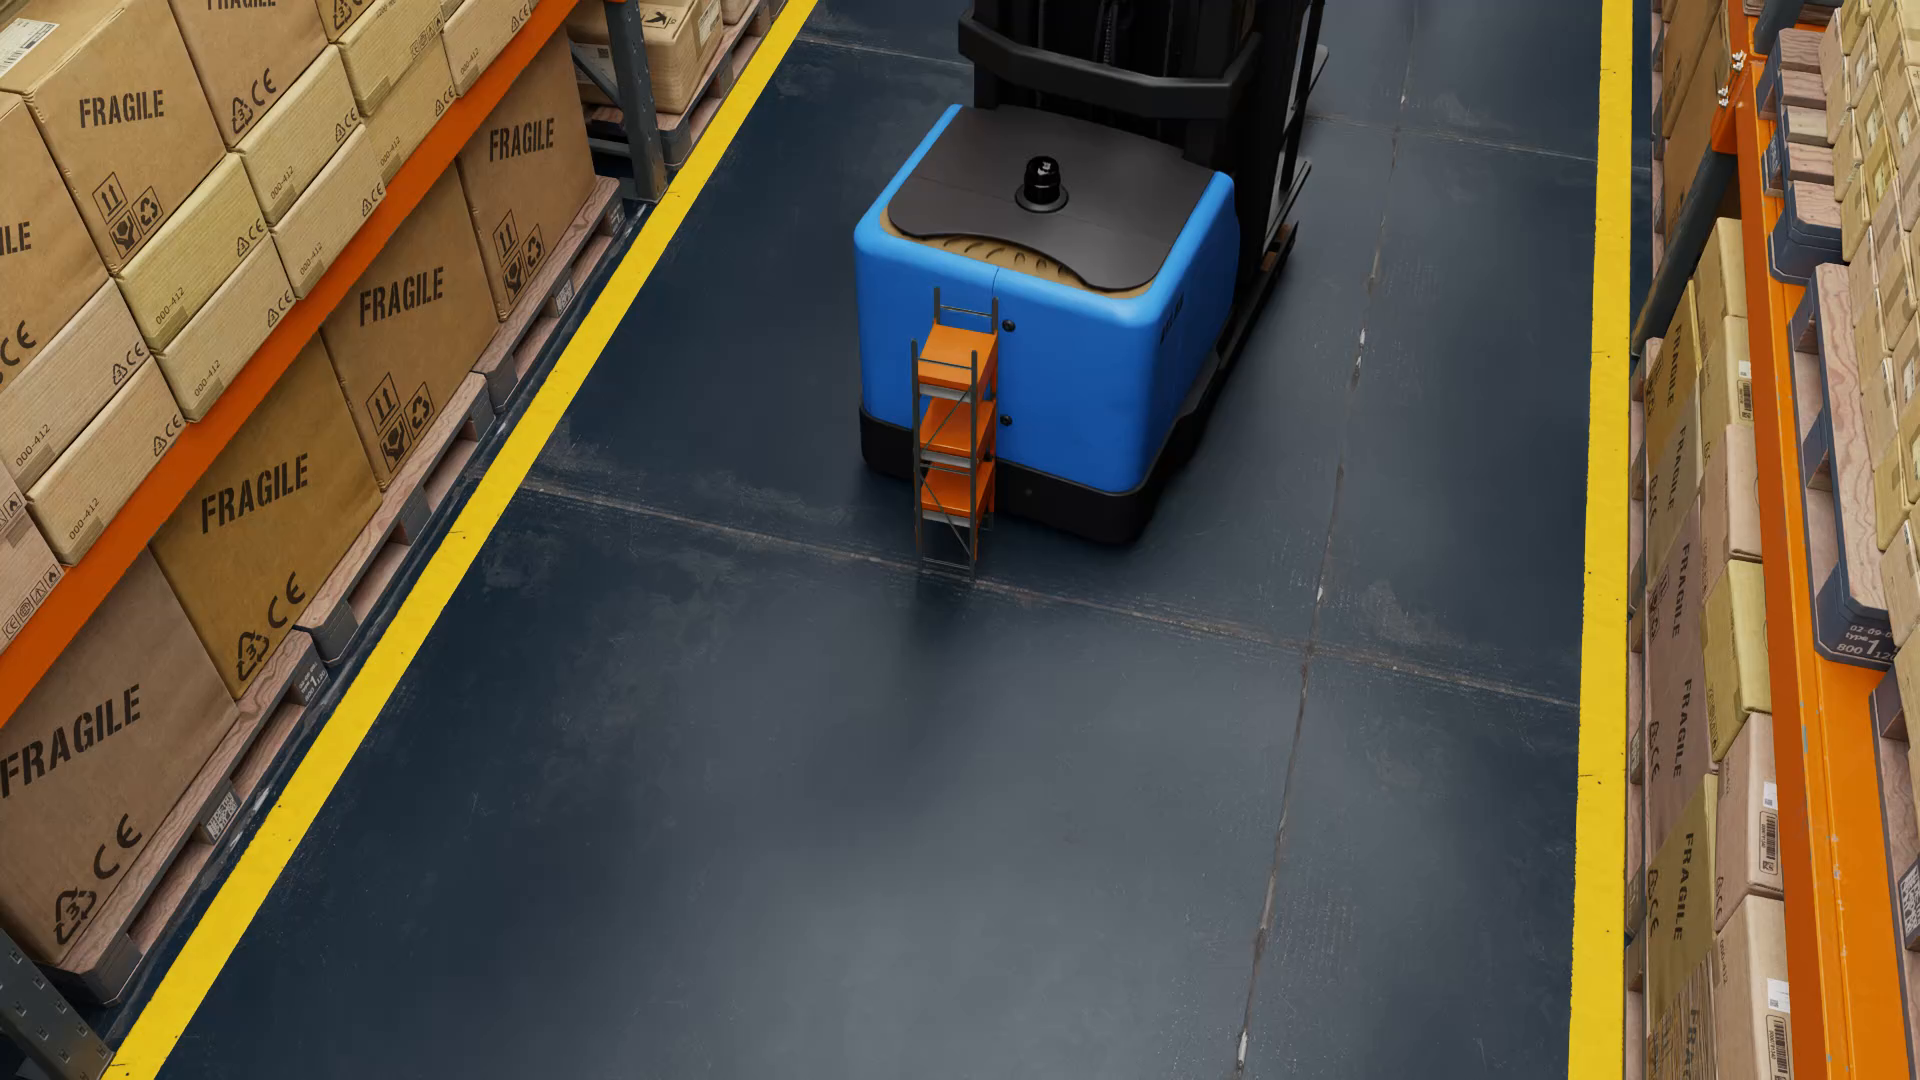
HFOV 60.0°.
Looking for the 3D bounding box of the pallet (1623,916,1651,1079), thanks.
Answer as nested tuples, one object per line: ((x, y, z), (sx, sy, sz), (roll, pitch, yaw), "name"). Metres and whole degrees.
((2.216, 1.615, 4.184), (1.003, 0.211, 1.213), (12, 50, 10), "pallet")

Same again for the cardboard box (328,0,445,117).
((-1.865, -1.511, 4.850), (0.500, 0.250, 0.500), (10, 49, 9), "cardboard box")

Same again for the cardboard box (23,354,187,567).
((-2.284, -0.239, 4.061), (0.500, 0.250, 0.500), (10, 49, 9), "cardboard box")

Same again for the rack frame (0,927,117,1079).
((-2.789, 0.352, 3.439), (1.000, 3.000, 0.127), (12, 50, 10), "rack frame")

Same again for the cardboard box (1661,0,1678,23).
((3.784, -2.762, 7.407), (1.050, 0.750, 0.750), (12, 50, 10), "cardboard box")

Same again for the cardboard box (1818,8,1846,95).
((2.753, -1.410, 4.881), (0.380, 0.149, 0.250), (11, 49, 10), "cardboard box")

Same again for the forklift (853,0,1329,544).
((0.711, -2.080, 5.631), (1.130, 2.935, 3.031), (19, 51, 16), "forklift")

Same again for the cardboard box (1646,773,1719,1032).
((2.100, 0.988, 4.265), (0.500, 0.500, 0.500), (11, 49, 9), "cardboard box")

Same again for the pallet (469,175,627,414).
((-2.017, -1.063, 6.548), (1.003, 0.211, 1.213), (12, 50, 10), "pallet")

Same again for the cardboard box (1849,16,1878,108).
((2.675, -1.286, 4.573), (0.380, 0.149, 0.250), (14, 50, 12), "cardboard box")

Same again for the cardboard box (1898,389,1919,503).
((2.270, -0.180, 3.597), (0.380, 0.149, 0.250), (12, 50, 10), "cardboard box")

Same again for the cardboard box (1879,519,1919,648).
((2.195, 0.122, 3.529), (0.380, 0.149, 0.250), (10, 49, 8), "cardboard box")

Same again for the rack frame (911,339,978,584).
((-0.046, -0.220, 5.244), (0.200, 1.050, 0.008), (12, 50, 10), "rack frame")

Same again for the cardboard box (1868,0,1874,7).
((2.756, -1.591, 4.645), (0.380, 0.149, 0.250), (12, 50, 10), "cardboard box")

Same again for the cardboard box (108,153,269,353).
((-2.133, -0.769, 4.195), (0.500, 0.250, 0.500), (12, 50, 11), "cardboard box")

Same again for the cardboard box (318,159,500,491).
((-2.237, -0.850, 5.637), (0.875, 0.875, 0.875), (12, 50, 10), "cardboard box")

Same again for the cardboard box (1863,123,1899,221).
((2.542, -0.909, 4.241), (0.380, 0.149, 0.250), (12, 50, 10), "cardboard box")

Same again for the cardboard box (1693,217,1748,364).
((2.650, -0.747, 5.295), (0.500, 0.250, 0.500), (10, 49, 8), "cardboard box")

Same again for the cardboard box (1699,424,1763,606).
((2.374, -0.025, 4.658), (0.500, 0.250, 0.500), (12, 50, 10), "cardboard box")

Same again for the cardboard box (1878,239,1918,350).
((2.407, -0.550, 3.924), (0.380, 0.149, 0.250), (11, 50, 10), "cardboard box")

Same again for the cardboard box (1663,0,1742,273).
((3.313, -1.455, 6.254), (1.050, 0.750, 0.750), (11, 49, 10), "cardboard box")

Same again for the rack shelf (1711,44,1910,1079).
((2.539, 0.047, 4.188), (1.077, 0.370, 4.000), (12, 50, 10), "rack shelf")

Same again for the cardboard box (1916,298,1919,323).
((2.343, -0.464, 3.649), (0.380, 0.149, 0.250), (11, 49, 10), "cardboard box")

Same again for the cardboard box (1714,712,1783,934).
((2.113, 0.738, 3.985), (0.500, 0.250, 0.500), (14, 50, 12), "cardboard box")

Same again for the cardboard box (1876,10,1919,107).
((2.620, -1.223, 4.319), (0.380, 0.149, 0.250), (11, 50, 10), "cardboard box")

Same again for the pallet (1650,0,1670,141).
((3.669, -2.150, 7.507), (1.003, 0.211, 1.213), (12, 50, 10), "pallet")

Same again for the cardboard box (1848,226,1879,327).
((2.474, -0.632, 4.195), (0.380, 0.149, 0.250), (13, 50, 11), "cardboard box")

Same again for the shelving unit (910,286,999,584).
((-0.014, -0.309, 5.322), (0.215, 1.050, 0.252), (12, 50, 10), "shelving unit")

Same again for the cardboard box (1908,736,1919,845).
((2.061, 0.505, 3.191), (0.380, 0.149, 0.250), (11, 50, 10), "cardboard box")

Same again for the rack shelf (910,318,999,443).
((-0.014, -0.489, 5.117), (0.215, 0.259, 0.240), (12, 50, 10), "rack shelf")

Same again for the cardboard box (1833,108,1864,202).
((2.612, -1.021, 4.538), (0.380, 0.149, 0.250), (14, 50, 12), "cardboard box")

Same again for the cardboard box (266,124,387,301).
((-1.993, -0.967, 4.703), (0.500, 0.250, 0.500), (11, 49, 9), "cardboard box")

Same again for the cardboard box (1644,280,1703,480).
((2.633, -0.488, 5.567), (0.500, 0.500, 0.500), (10, 49, 8), "cardboard box")

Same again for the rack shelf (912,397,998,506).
((-0.014, -0.302, 5.330), (0.215, 0.259, 0.240), (12, 50, 10), "rack shelf")

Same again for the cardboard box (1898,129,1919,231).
((2.480, -0.836, 3.977), (0.380, 0.149, 0.250), (14, 50, 12), "cardboard box")

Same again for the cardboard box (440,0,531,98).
((-1.739, -1.702, 5.352), (0.500, 0.250, 0.500), (12, 50, 11), "cardboard box")

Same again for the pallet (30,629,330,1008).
((-2.659, 0.701, 4.990), (1.003, 0.211, 1.213), (12, 50, 10), "pallet")

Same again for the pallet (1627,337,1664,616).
((2.858, -0.150, 5.742), (1.003, 0.211, 1.213), (12, 50, 10), "pallet")

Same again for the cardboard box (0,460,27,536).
((-2.402, -0.027, 3.540), (0.500, 0.250, 0.500), (10, 49, 9), "cardboard box")

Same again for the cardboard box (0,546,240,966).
((-2.703, 0.452, 4.488), (0.875, 0.875, 0.875), (13, 50, 11), "cardboard box")

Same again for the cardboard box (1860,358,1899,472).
((2.336, -0.263, 3.869), (0.380, 0.149, 0.250), (10, 49, 9), "cardboard box")

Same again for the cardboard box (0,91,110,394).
((-2.289, -0.647, 3.587), (0.500, 0.500, 0.500), (11, 50, 10), "cardboard box")

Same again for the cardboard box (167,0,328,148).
((-2.025, -1.385, 4.238), (0.500, 0.500, 0.500), (11, 49, 9), "cardboard box")

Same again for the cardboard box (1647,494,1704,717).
((2.374, 0.248, 4.917), (0.500, 0.500, 0.500), (10, 49, 9), "cardboard box")

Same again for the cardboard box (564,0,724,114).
((-1.578, -2.218, 7.179), (0.950, 0.372, 0.625), (9, 49, 7), "cardboard box")

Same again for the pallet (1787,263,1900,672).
((2.584, -0.134, 3.996), (1.003, 0.211, 1.213), (12, 50, 10), "pallet")

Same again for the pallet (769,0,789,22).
((-1.206, -3.063, 8.313), (1.003, 0.211, 1.213), (12, 50, 10), "pallet")
